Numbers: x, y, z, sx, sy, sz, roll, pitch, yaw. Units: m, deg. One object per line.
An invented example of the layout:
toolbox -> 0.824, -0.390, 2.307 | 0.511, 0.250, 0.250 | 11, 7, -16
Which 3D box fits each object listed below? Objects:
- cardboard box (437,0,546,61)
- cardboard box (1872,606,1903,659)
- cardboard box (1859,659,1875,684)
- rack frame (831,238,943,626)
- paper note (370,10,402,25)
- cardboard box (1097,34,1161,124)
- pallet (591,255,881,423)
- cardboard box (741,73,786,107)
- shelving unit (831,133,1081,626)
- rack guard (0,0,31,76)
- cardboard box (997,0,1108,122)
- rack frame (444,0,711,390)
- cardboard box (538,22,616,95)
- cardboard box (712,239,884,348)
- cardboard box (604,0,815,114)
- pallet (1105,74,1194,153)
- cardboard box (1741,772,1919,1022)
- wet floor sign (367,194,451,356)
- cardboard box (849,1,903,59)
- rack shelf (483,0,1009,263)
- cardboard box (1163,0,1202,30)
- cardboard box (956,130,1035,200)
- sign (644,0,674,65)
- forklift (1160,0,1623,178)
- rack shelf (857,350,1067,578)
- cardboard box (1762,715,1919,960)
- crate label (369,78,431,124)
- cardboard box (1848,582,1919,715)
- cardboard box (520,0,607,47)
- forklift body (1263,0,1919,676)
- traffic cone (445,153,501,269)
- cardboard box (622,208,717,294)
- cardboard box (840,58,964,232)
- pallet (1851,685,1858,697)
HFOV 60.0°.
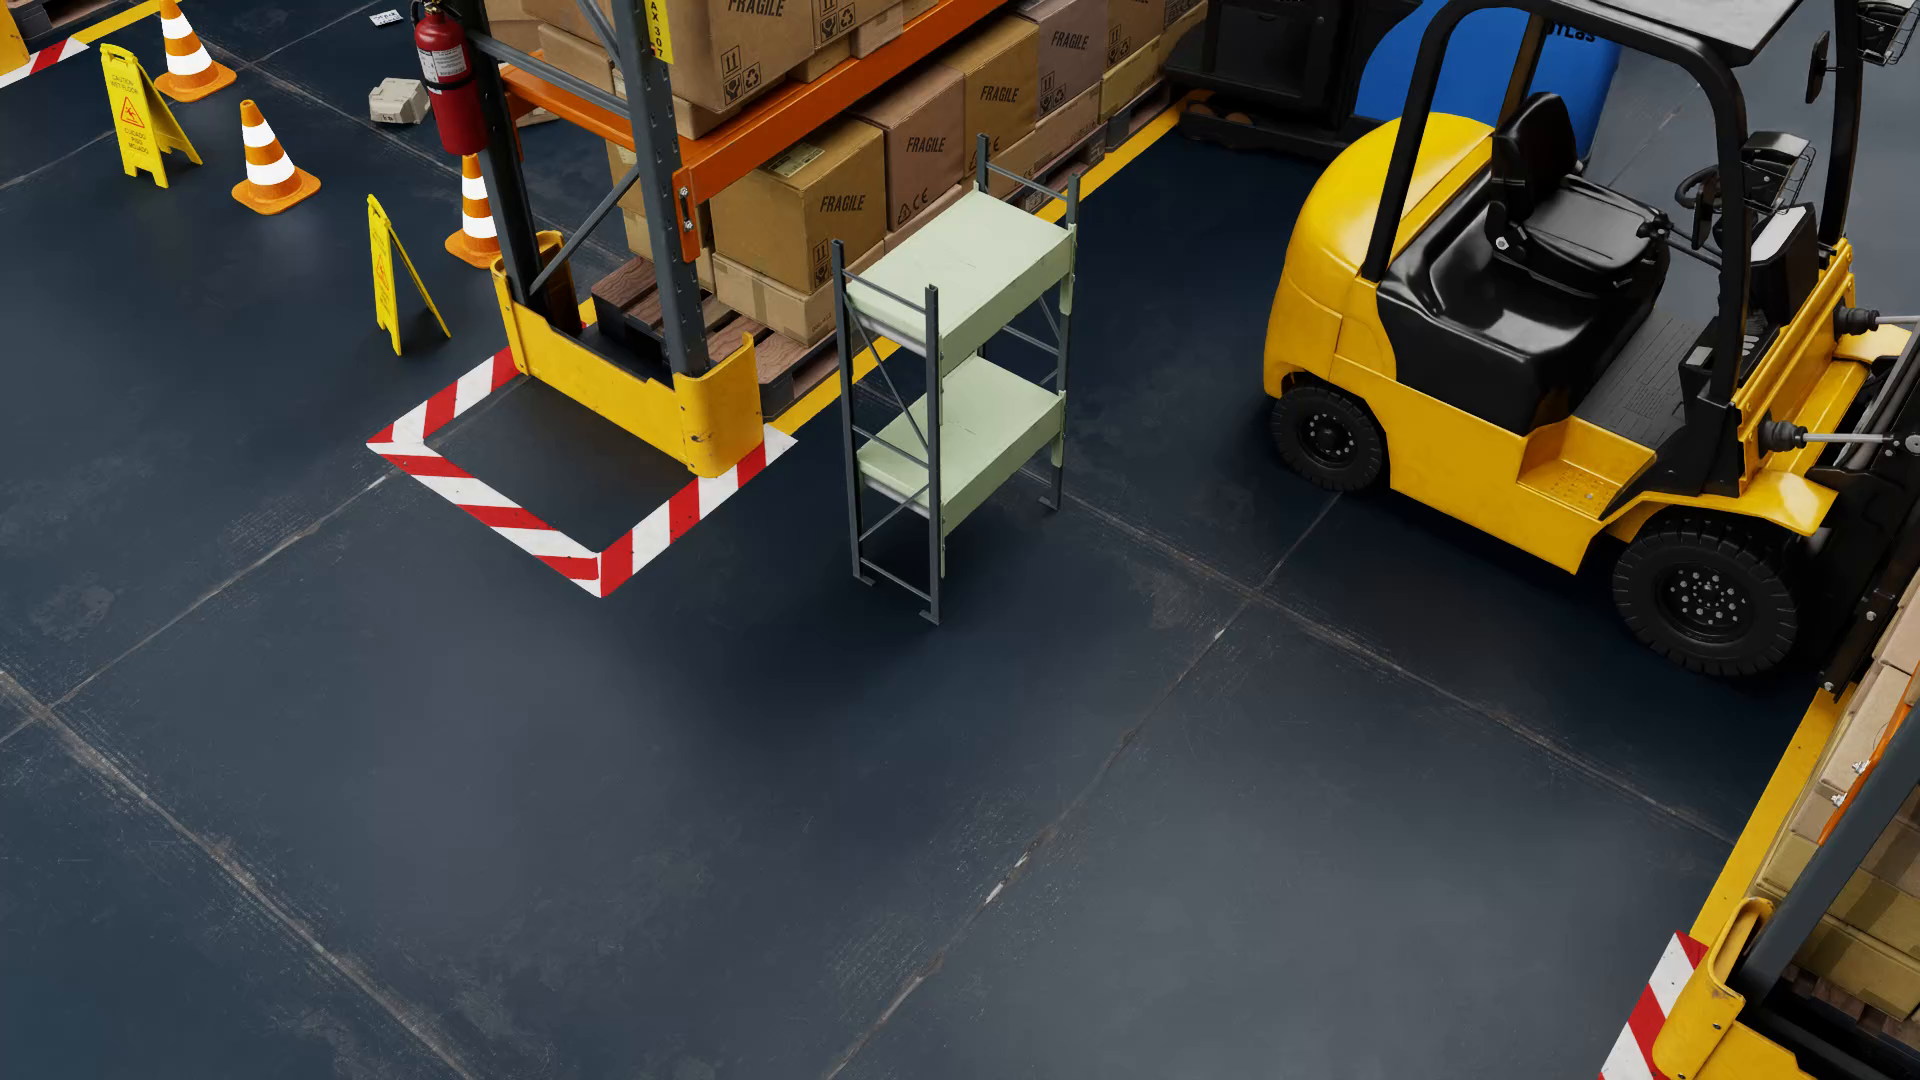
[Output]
cardboard box -> -2.298, -2.832, 8.608 | 0.797, 0.503, 0.637 | -2, 46, -2
cardboard box -> 3.226, 0.250, 5.202 | 0.500, 0.250, 0.500 | 28, 52, 24
cardboard box -> 3.223, 0.455, 5.352 | 0.500, 0.250, 0.500 | 30, 53, 25
rack frame -> -0.228, -0.305, 5.504 | 0.400, 1.500, 0.023 | 29, 53, 25
paper note -> -3.071, -2.798, 8.903 | 0.142, 0.017, 0.144 | -25, 51, -22
cardboard box -> 0.610, -2.288, 7.973 | 0.500, 0.250, 0.500 | 28, 52, 24
pallet -> -0.798, -1.100, 7.155 | 1.003, 0.211, 1.213 | 29, 53, 25
cardboard box -> -0.854, -1.737, 6.009 | 0.380, 0.149, 0.250 | 30, 53, 26
shelving unit -> -0.004, -0.514, 5.704 | 0.431, 1.500, 0.755 | 29, 53, 25
rack guard -> -5.363, -2.824, 8.602 | 1.175, 0.500, 0.348 | 29, 53, 25
cardboard box -> 0.307, -2.272, 7.439 | 0.500, 0.500, 0.500 | 32, 54, 27
rack frame -> -1.369, -1.570, 5.676 | 1.000, 3.000, 0.127 | 29, 53, 25
cardboard box -> -1.310, -1.792, 6.061 | 0.380, 0.149, 0.250 | 31, 54, 26
cardboard box -> -0.657, -1.105, 6.842 | 0.500, 0.250, 0.500 | 29, 53, 25
cardboard box -> -0.860, -1.856, 5.674 | 0.500, 0.500, 0.500 | 28, 53, 24
pallet -> 0.694, -2.496, 8.488 | 1.003, 0.211, 1.213 | 29, 53, 25
cardboard box -> 2.598, 1.018, 4.814 | 0.500, 0.250, 0.500 | 30, 53, 25
wet floor sign -> -2.332, -1.121, 6.875 | 0.232, 0.644, 0.267 | -25, 51, -22
cardboard box -> -0.436, -1.978, 6.239 | 0.380, 0.149, 0.250 | 30, 53, 26
rack shelf -> -0.146, -2.466, 7.029 | 1.077, 0.370, 4.000 | 29, 53, 25
cardboard box -> 0.927, -2.856, 7.997 | 0.500, 0.500, 0.500 | 28, 53, 25
cardboard box -> -0.015, -1.712, 7.422 | 0.500, 0.250, 0.500 | 33, 54, 27
sign -> -0.940, -1.630, 5.134 | 0.100, 0.325, 0.005 | 29, 53, 25
forklift -> 1.608, -3.237, 7.316 | 3.031, 2.935, 1.130 | 17, 49, 16
rack shelf -> -0.004, -0.289, 5.940 | 0.431, 0.370, 0.720 | 29, 53, 25
cardboard box -> 2.611, 0.837, 4.641 | 0.500, 0.250, 0.500 | 29, 53, 25
crate label -> -2.782, -2.171, 8.230 | 0.250, 0.136, 0.298 | 6, 47, 5
cardboard box -> 2.903, 0.385, 4.727 | 0.500, 0.250, 0.500 | 30, 53, 26
cardboard box -> -1.255, -2.140, 5.945 | 0.500, 0.500, 0.500 | 28, 53, 24
forklift body -> 2.277, -0.977, 5.695 | 2.313, 2.155, 1.214 | 29, 53, 25
traffic cone -> -2.127, -1.510, 7.373 | 0.336, 0.463, 0.334 | 29, 53, 25
cardboard box -> -1.073, -1.361, 7.087 | 0.500, 0.250, 0.500 | 29, 53, 25
cardboard box -> -0.327, -1.679, 6.872 | 0.500, 0.500, 0.500 | 27, 52, 24
pallet -> 3.742, 0.434, 5.689 | 1.003, 0.211, 1.213 | 29, 53, 25
